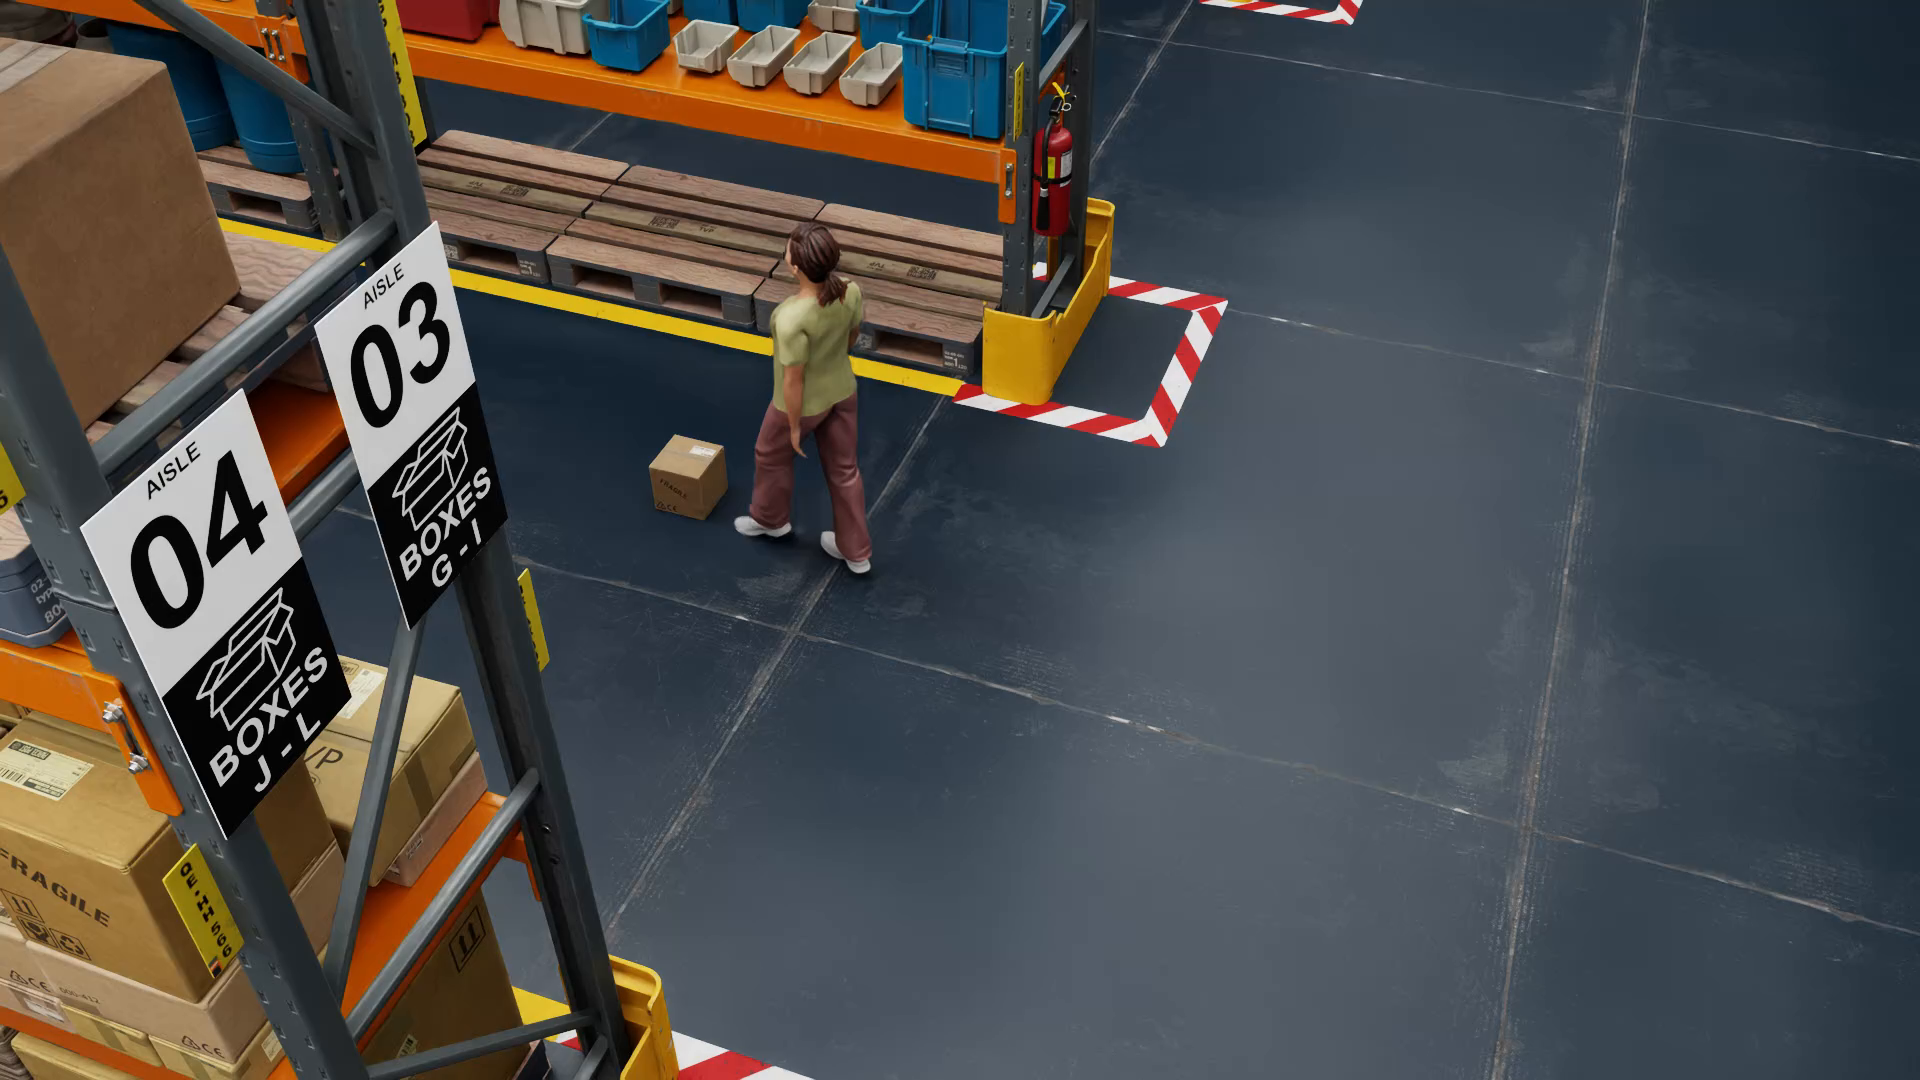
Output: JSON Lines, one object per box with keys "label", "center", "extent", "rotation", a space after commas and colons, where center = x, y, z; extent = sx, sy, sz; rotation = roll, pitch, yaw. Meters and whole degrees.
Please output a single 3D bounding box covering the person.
{"label": "person", "center": [-0.645, -0.613, 6.851], "extent": [0.461, 1.693, 0.694], "rotation": [-30, 50, -30]}
